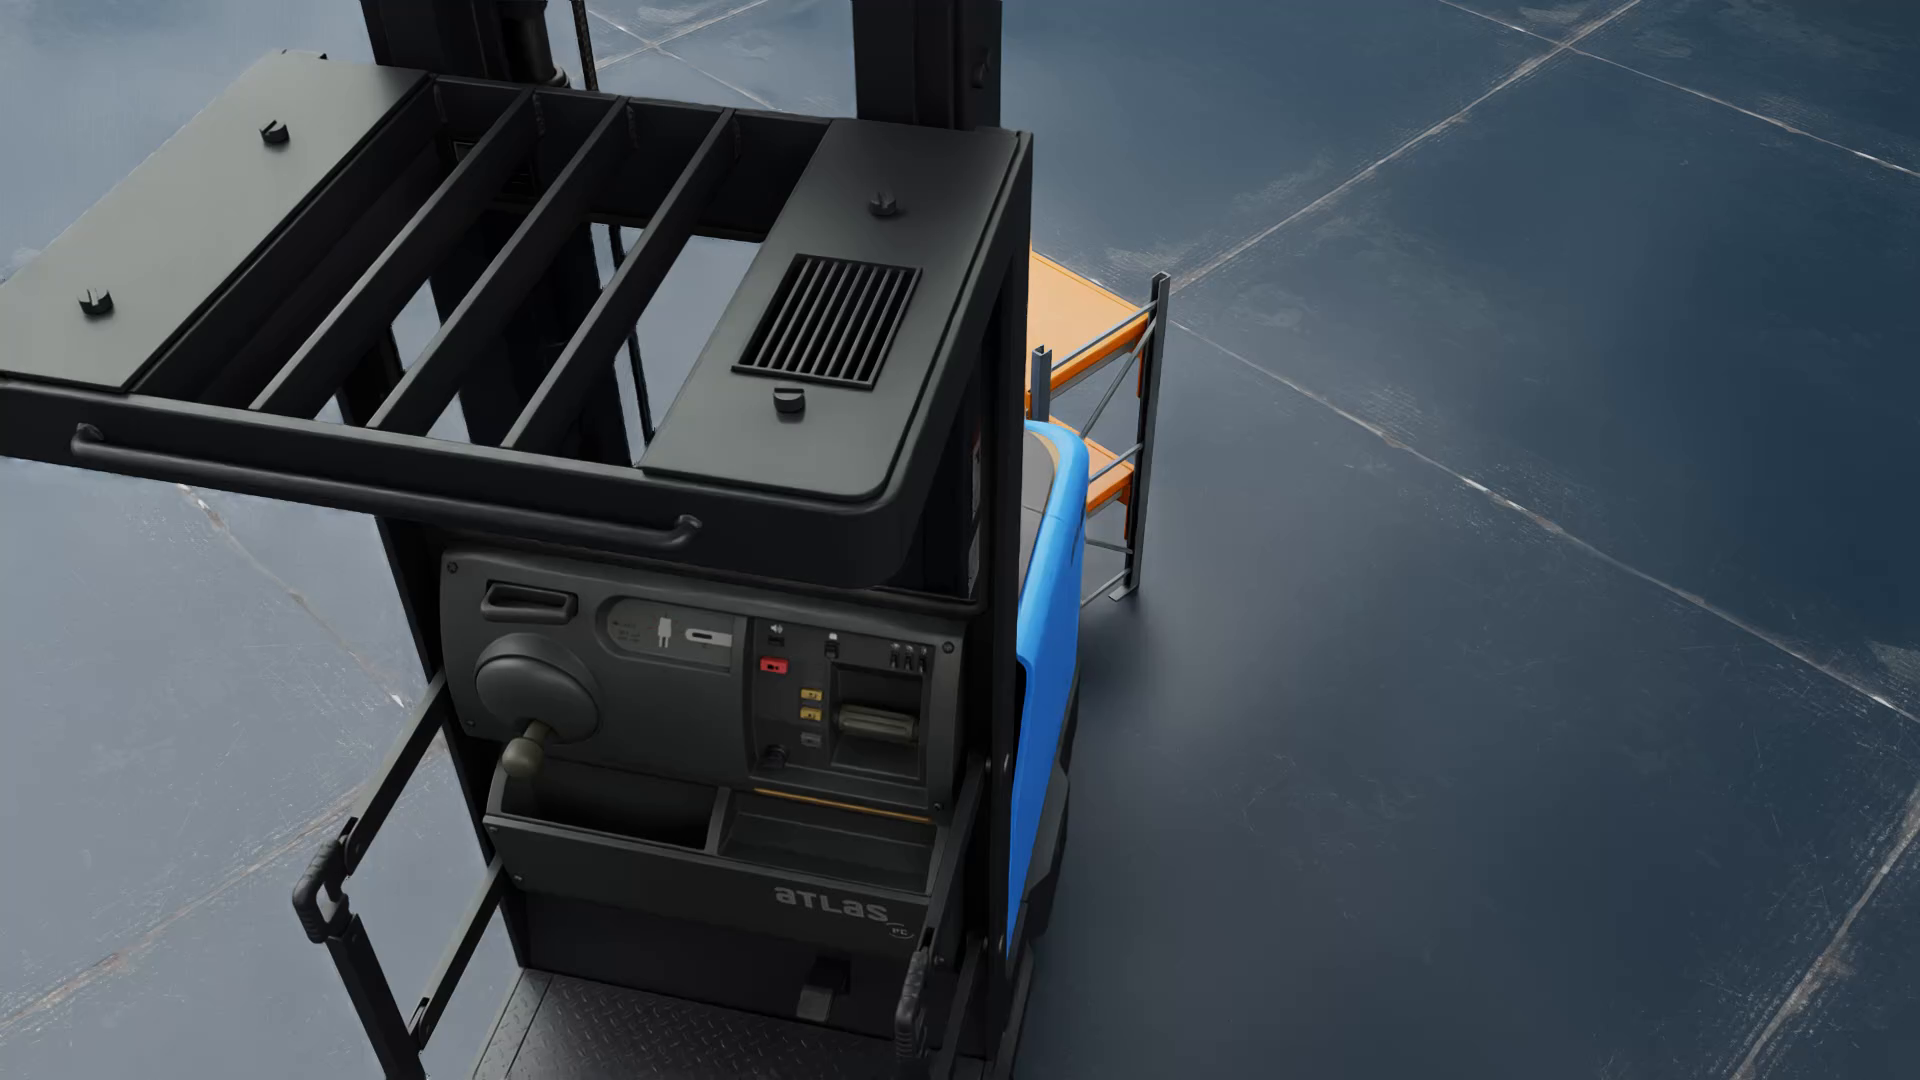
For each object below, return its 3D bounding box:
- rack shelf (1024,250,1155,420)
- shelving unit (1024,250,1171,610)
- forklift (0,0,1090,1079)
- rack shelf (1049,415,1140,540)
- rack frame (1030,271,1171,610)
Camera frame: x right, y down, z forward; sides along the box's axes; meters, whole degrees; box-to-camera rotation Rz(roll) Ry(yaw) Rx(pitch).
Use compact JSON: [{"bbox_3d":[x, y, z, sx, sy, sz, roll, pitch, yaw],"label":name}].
[{"bbox_3d":[0.005,-0.625,4.666,0.538,0.278,1.000,-34,53,-31],"label":"rack shelf"},{"bbox_3d":[0.005,-0.410,4.865,0.538,1.125,1.048,-34,53,-31],"label":"shelving unit"},{"bbox_3d":[-0.499,0.347,2.715,1.130,2.935,3.031,9,43,9],"label":"forklift"},{"bbox_3d":[0.005,-0.230,5.031,0.538,0.278,1.000,-34,53,-31],"label":"rack shelf"},{"bbox_3d":[0.364,-0.166,4.600,0.500,1.125,0.032,-34,53,-31],"label":"rack frame"}]
